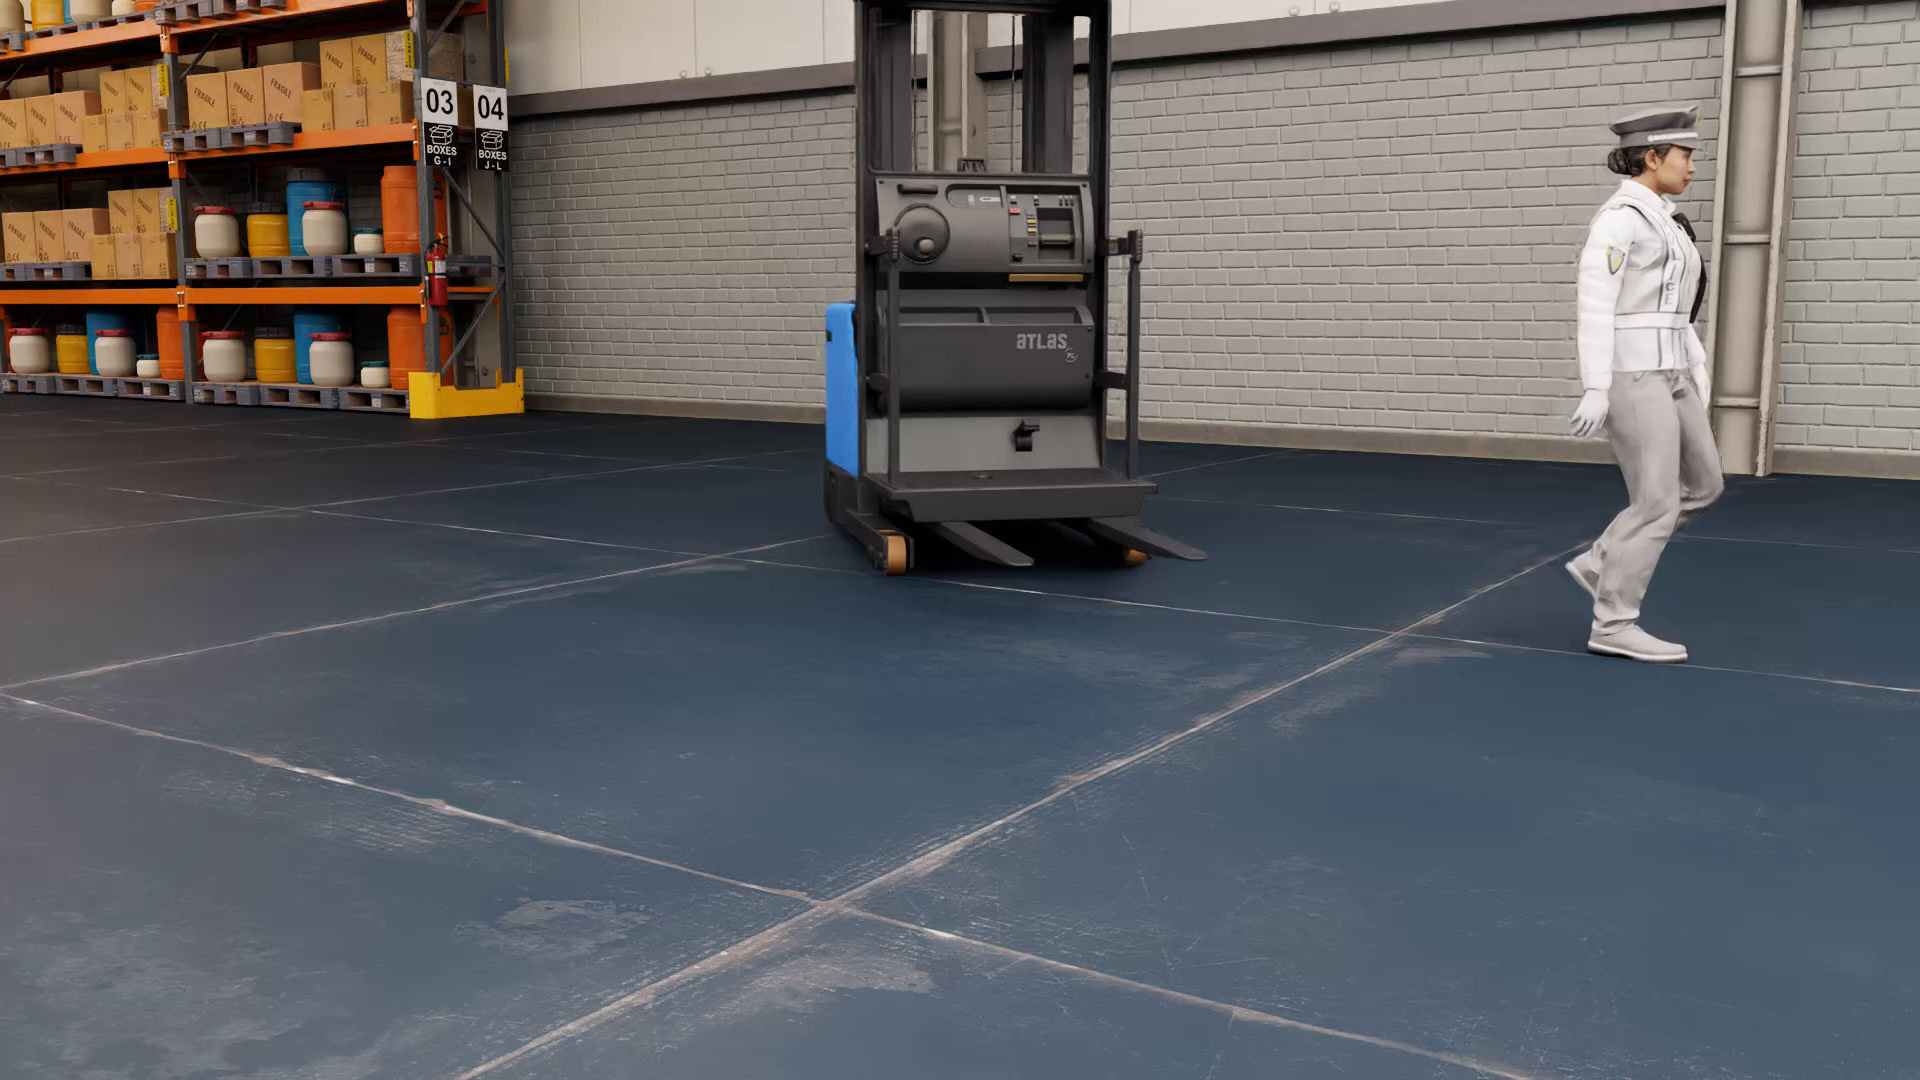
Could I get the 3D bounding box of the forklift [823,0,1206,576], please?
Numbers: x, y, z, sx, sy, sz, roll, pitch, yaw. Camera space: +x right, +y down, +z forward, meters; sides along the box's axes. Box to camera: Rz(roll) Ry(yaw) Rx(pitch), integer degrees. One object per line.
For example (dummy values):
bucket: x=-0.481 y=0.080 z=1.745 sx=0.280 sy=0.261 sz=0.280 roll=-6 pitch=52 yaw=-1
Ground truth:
forklift: x=0.159 y=-1.366 z=6.799 sx=1.130 sy=2.935 sz=3.031 roll=-2 pitch=8 yaw=-13

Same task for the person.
person: x=2.084 y=-0.466 z=5.043 sx=0.432 sy=1.650 sz=0.654 roll=5 pitch=9 yaw=30
